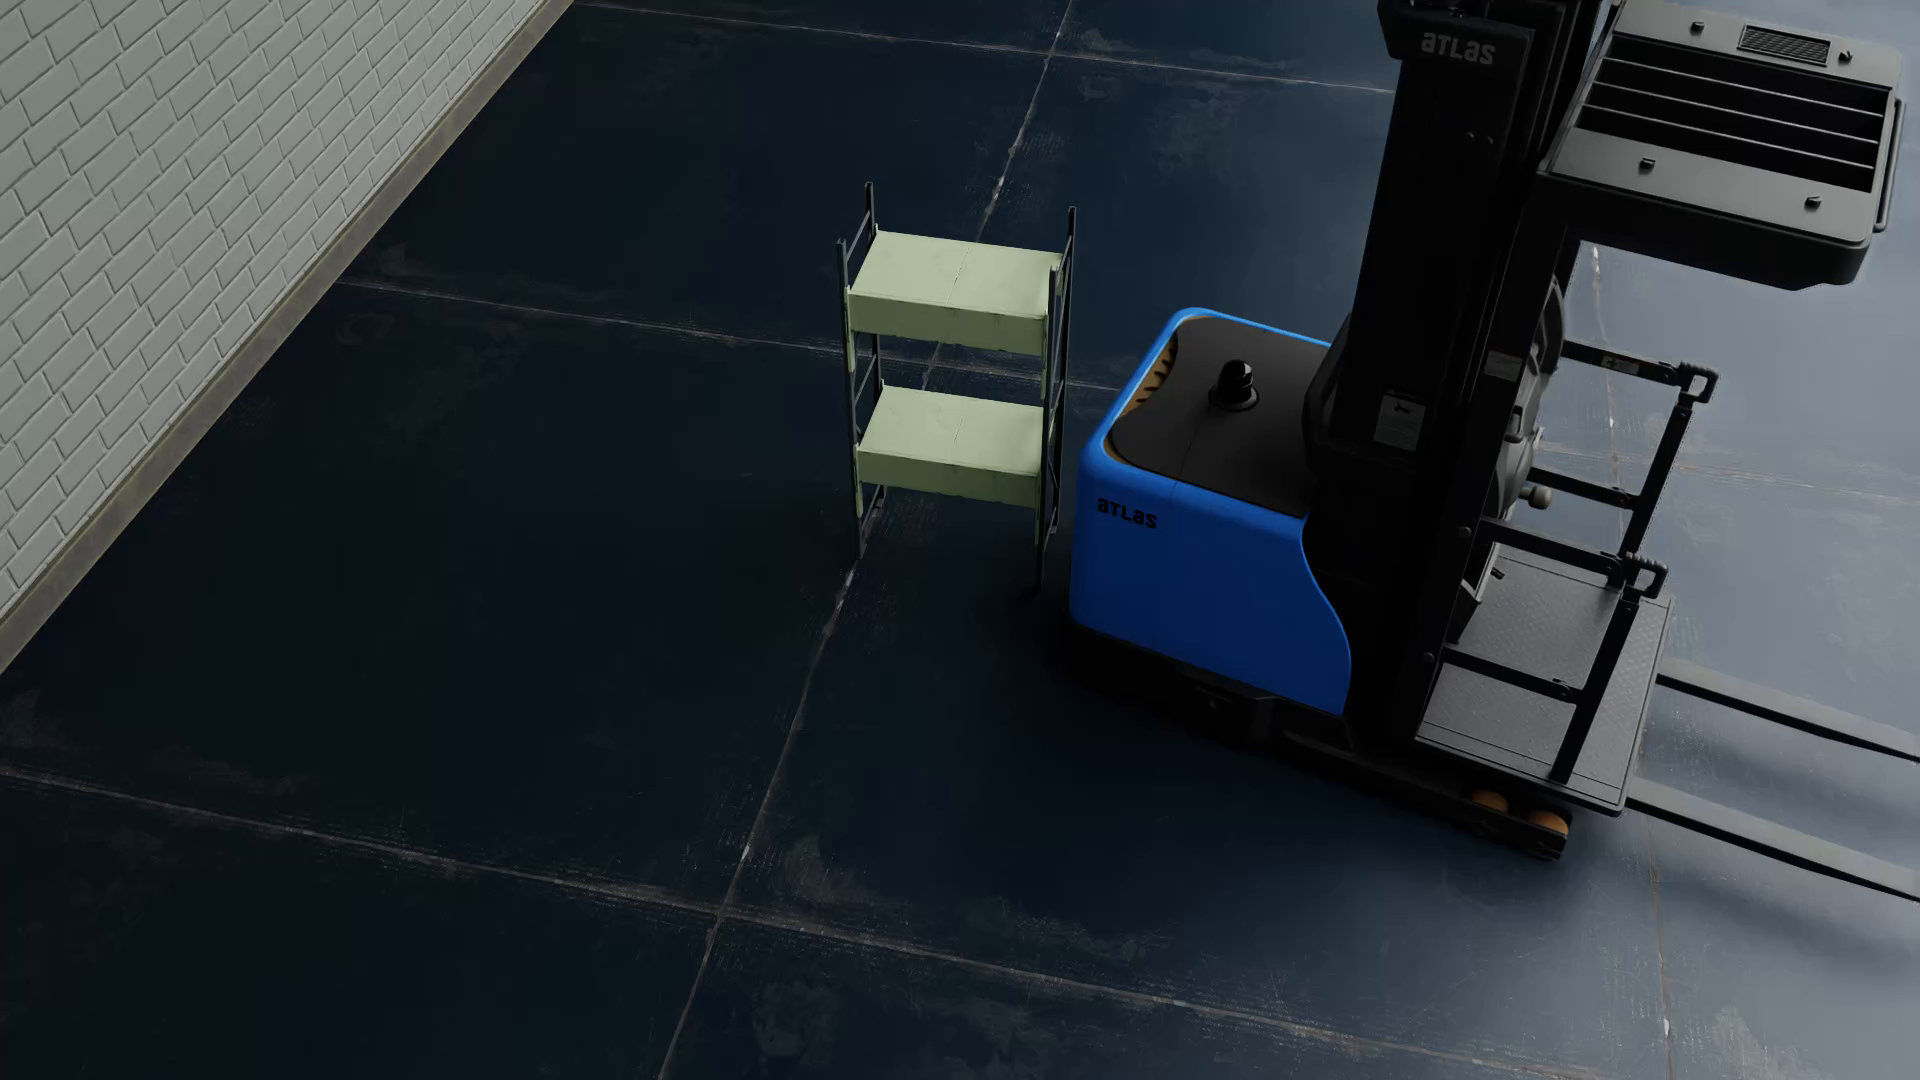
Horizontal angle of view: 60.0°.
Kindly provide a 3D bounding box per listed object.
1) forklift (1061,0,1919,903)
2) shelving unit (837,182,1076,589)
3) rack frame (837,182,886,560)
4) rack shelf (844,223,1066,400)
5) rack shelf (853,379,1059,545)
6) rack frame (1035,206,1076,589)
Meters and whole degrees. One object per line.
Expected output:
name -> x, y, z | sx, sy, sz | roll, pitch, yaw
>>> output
forklift -> 1.933, -0.407, 5.060 | 3.031, 2.935, 1.130 | 19, 47, 19
shelving unit -> -0.007, -0.541, 6.231 | 0.755, 1.500, 0.431 | 9, 45, 9
rack frame -> -0.364, -0.597, 6.289 | 0.023, 1.500, 0.400 | 9, 45, 9
rack shelf -> -0.007, -0.823, 5.960 | 0.720, 0.370, 0.431 | 9, 45, 9
rack shelf -> -0.007, -0.306, 6.457 | 0.720, 0.370, 0.431 | 9, 45, 9
rack frame -> 0.351, -0.486, 6.173 | 0.023, 1.500, 0.400 | 9, 45, 9
